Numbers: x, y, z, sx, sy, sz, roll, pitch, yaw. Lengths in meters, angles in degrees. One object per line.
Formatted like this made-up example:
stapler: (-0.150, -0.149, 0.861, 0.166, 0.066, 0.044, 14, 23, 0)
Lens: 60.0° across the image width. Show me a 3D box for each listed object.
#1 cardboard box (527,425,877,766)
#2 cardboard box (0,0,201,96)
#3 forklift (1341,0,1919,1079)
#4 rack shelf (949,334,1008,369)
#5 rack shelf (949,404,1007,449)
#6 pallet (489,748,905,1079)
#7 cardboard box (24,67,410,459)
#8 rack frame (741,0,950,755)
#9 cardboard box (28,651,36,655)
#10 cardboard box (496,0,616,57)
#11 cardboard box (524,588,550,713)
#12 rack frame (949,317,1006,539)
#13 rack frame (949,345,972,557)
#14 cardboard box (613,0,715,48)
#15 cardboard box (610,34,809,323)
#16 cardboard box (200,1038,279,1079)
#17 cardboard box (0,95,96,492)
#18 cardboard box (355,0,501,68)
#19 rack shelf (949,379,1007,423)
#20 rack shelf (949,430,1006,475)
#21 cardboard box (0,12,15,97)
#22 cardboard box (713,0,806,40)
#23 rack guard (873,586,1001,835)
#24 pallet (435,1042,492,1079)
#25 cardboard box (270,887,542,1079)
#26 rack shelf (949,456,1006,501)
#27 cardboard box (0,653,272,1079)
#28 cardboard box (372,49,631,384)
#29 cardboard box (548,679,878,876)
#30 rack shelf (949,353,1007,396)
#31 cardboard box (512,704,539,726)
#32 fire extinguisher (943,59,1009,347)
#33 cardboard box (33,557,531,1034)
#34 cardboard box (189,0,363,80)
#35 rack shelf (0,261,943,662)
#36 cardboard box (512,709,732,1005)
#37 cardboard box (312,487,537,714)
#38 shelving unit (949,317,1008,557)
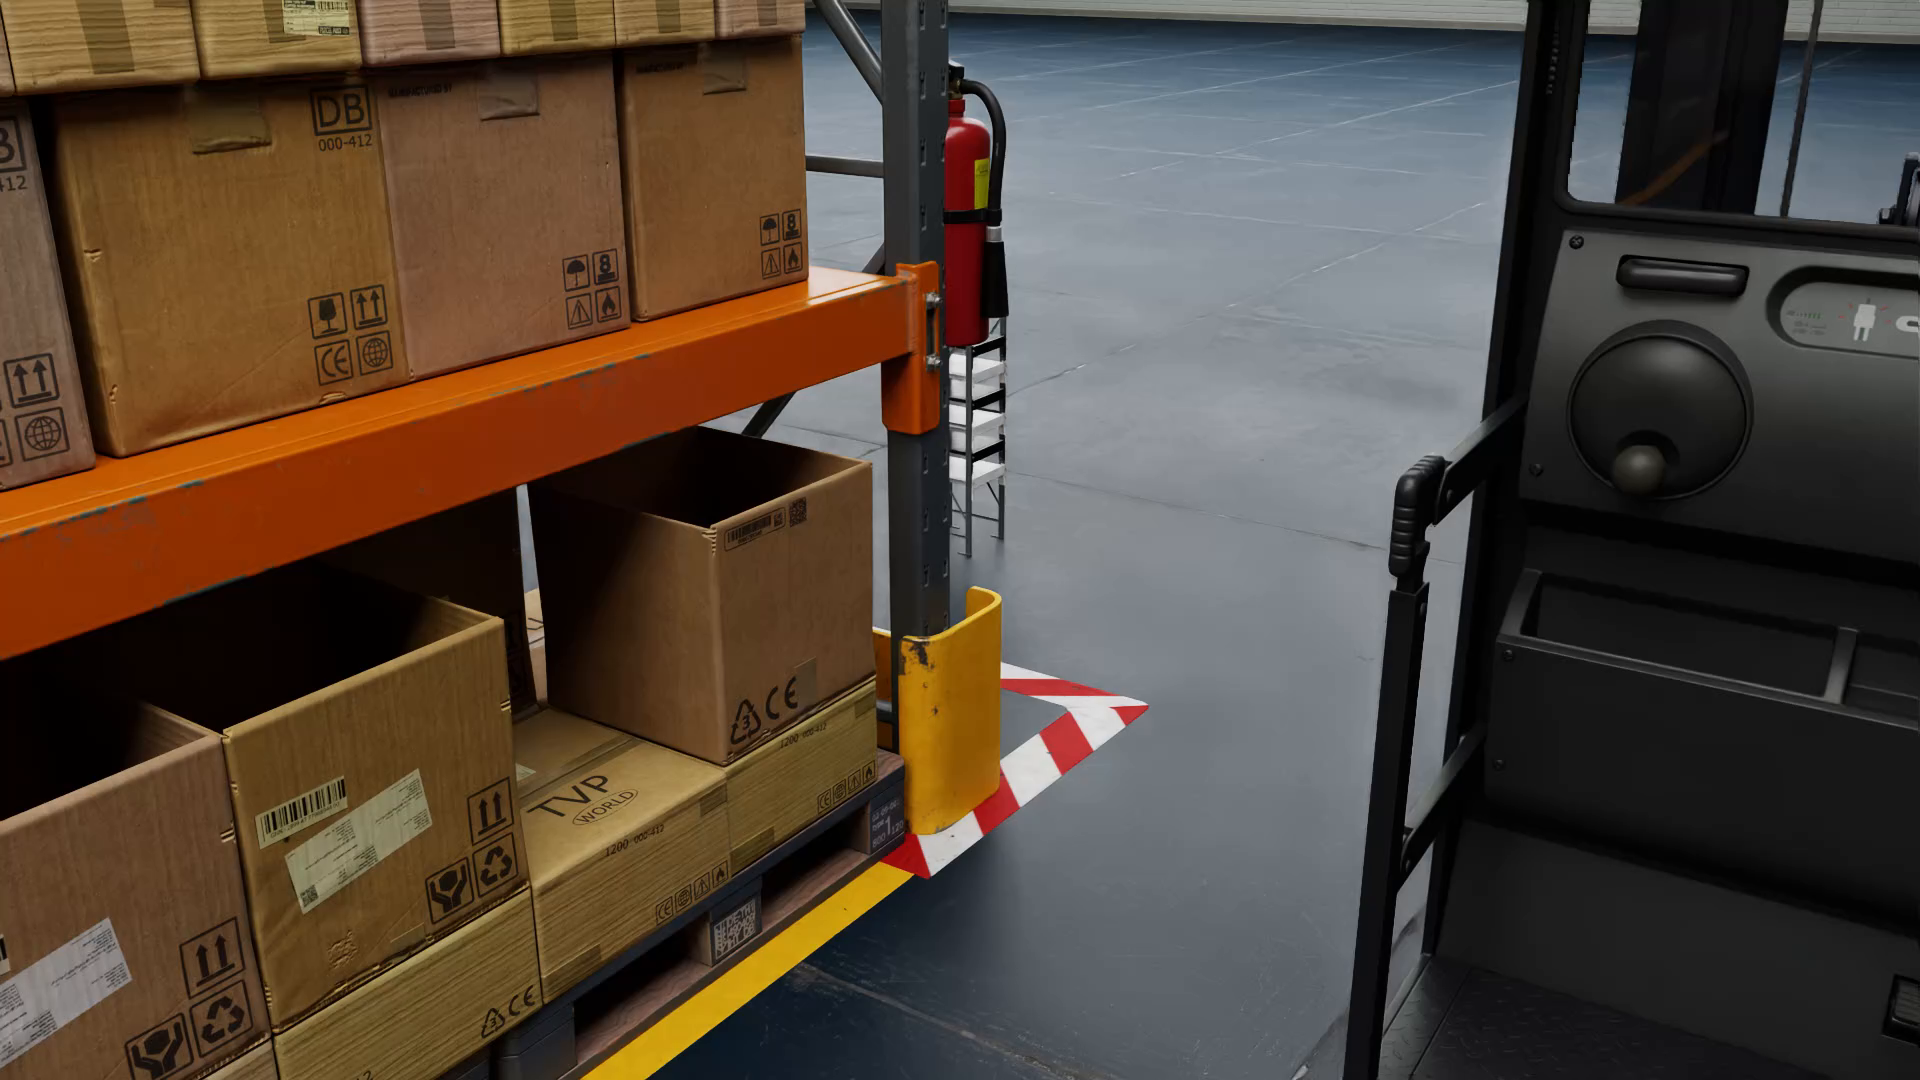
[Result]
cardboard box: (-0.525, 0.090, 3.474, 0.500, 0.500, 0.500, 13, 24, 32)
cardboard box: (-1.253, -0.695, 2.241, 0.380, 0.149, 0.250, 14, 25, 33)
forklift: (1.139, -0.178, 2.021, 1.130, 2.935, 3.031, 12, 24, 30)
rack shelf: (-0.005, -0.642, 5.520, 0.258, 0.077, 0.200, 13, 24, 32)
rack shelf: (-0.005, -0.388, 5.614, 0.258, 0.077, 0.200, 13, 24, 32)
pallet: (-0.865, 0.673, 3.642, 1.003, 0.211, 1.213, 13, 24, 32)
cardboard box: (-1.318, -0.485, 2.608, 0.700, 0.500, 0.500, 13, 24, 32)
rack frame: (-0.469, -0.863, 3.773, 1.000, 3.000, 0.127, 13, 24, 32)
cardboard box: (-1.505, 0.279, 2.965, 0.500, 0.500, 0.500, 13, 24, 32)
cardboard box: (-0.816, -0.918, 2.844, 0.380, 0.149, 0.250, 13, 24, 31)
cardboard box: (-0.955, 0.341, 3.879, 0.500, 0.250, 0.500, 13, 24, 32)
rack frame: (0.053, -0.449, 5.681, 0.240, 0.900, 0.006, 13, 24, 32)
rack frame: (-0.062, -0.391, 5.524, 0.240, 0.900, 0.006, 13, 24, 32)
cardboard box: (-0.673, -0.992, 3.043, 0.380, 0.149, 0.250, 14, 24, 33)
cardboard box: (-0.742, -0.778, 3.400, 0.700, 0.500, 0.500, 13, 24, 32)
cardboard box: (-1.360, 0.874, 2.436, 0.500, 0.250, 0.500, 13, 24, 32)
cardboard box: (-1.610, -0.333, 2.198, 0.700, 0.500, 0.500, 14, 25, 33)
cardboard box: (-0.959, -0.846, 2.650, 0.380, 0.149, 0.250, 14, 24, 33)
rack shelf: (-0.005, -0.473, 5.583, 0.258, 0.077, 0.200, 13, 24, 32)
rack shelf: (-0.005, -0.304, 5.645, 0.258, 0.077, 0.200, 13, 24, 32)
cardboard box: (-1.397, -0.621, 2.042, 0.380, 0.149, 0.250, 13, 24, 31)
cardboard box: (-0.527, -1.067, 3.246, 0.380, 0.149, 0.250, 13, 24, 31)
rack guard: (-0.456, 0.303, 4.225, 1.175, 0.500, 0.348, 13, 24, 32)
pallet: (-1.551, 1.021, 2.699, 1.003, 0.211, 1.213, 13, 24, 32)
cardboard box: (-1.077, 0.731, 2.823, 0.500, 0.250, 0.500, 13, 24, 32)
rack shelf: (-0.005, -0.220, 5.677, 0.258, 0.077, 0.200, 13, 24, 32)
cardboard box: (-1.357, 0.523, 2.304, 0.500, 0.500, 0.500, 13, 24, 32)
cardboard box: (-1.034, -0.626, 2.991, 0.700, 0.500, 0.500, 14, 24, 33)
cardboard box: (-0.526, 0.442, 3.606, 0.500, 0.250, 0.500, 13, 24, 32)
rack shelf: (-0.005, -0.557, 5.552, 0.258, 0.077, 0.200, 13, 24, 32)
cardboard box: (-1.233, 0.485, 3.489, 0.500, 0.250, 0.500, 13, 24, 32)
fire extinguisher: (-0.019, -0.770, 3.633, 0.296, 0.674, 0.183, 13, 24, 32)
cardboard box: (-1.075, 0.380, 2.691, 0.500, 0.500, 0.500, 13, 24, 32)
cardboard box: (-1.107, -0.771, 2.446, 0.380, 0.149, 0.250, 14, 25, 33)
rack shelf: (-1.594, 0.049, 2.347, 1.077, 0.370, 4.000, 13, 24, 32)
cardboard box: (-0.798, 0.587, 3.211, 0.500, 0.250, 0.500, 13, 24, 32)
cardboard box: (-1.234, 0.133, 3.360, 0.500, 0.500, 0.500, 13, 24, 32)
shelving unit: (-0.005, -0.420, 5.603, 0.258, 0.900, 0.210, 13, 24, 32)
